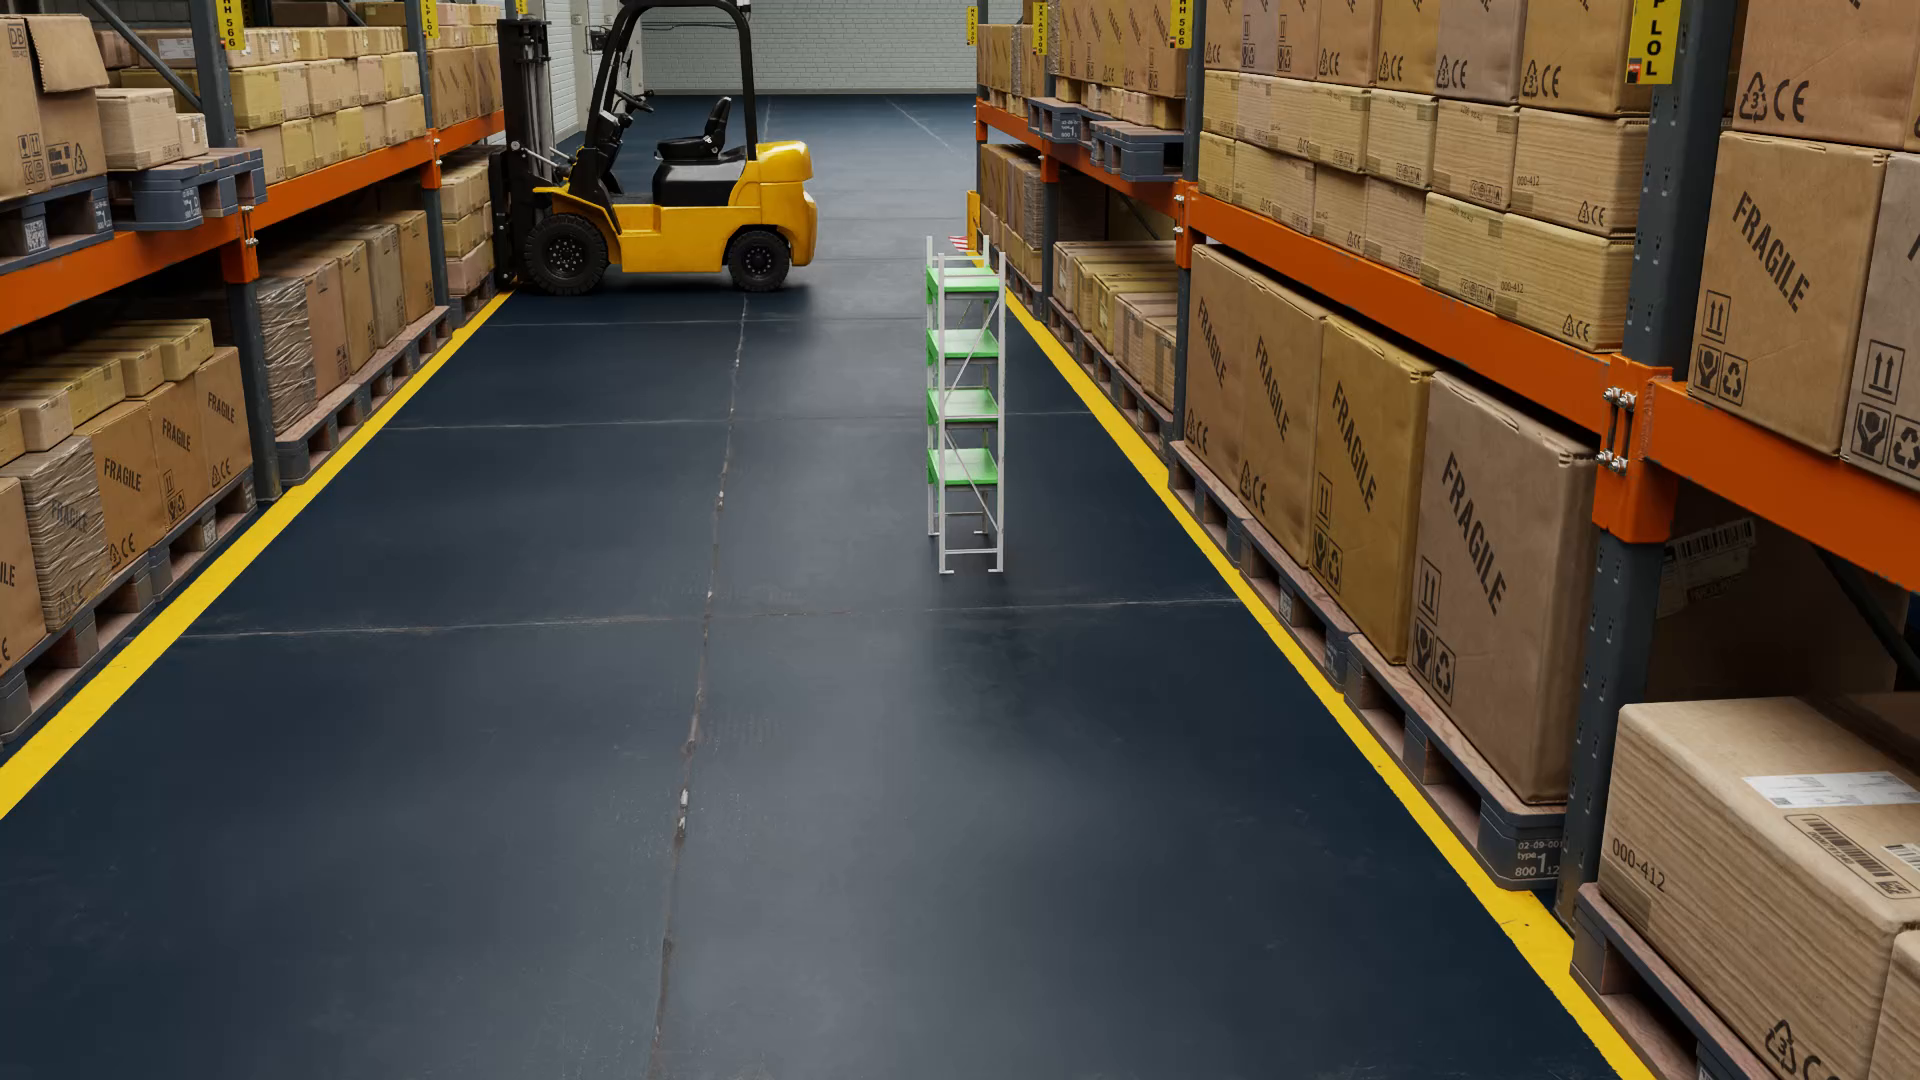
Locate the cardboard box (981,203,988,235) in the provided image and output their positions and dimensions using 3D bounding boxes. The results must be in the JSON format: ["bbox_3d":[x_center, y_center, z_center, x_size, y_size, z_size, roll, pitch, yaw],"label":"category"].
[{"bbox_3d":[0.460,-2.768,14.374,0.500,0.250,0.500,-2,18,-6],"label":"cardboard box"}]

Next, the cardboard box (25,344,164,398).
[{"bbox_3d":[-3.115,-0.608,5.995,0.380,0.149,0.250,-2,18,-7],"label":"cardboard box"}]

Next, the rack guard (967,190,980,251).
[{"bbox_3d":[0.659,-2.913,15.121,1.175,0.500,0.348,-2,18,-6],"label":"rack guard"}]

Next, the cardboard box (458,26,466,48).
[{"bbox_3d":[-3.704,-3.550,11.727,0.380,0.149,0.250,-2,18,-6],"label":"cardboard box"}]

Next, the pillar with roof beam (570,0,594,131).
[{"bbox_3d":[-2.684,-12.096,30.184,9.100,9.000,0.400,-2,18,-6],"label":"pillar with roof beam"}]

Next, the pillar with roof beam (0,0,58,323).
[{"bbox_3d":[-0.209,-4.946,7.408,9.100,9.000,0.400,-2,18,-6],"label":"pillar with roof beam"}]

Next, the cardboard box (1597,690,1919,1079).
[{"bbox_3d":[1.847,0.660,3.145,0.875,0.438,0.875,-2,18,-6],"label":"cardboard box"}]

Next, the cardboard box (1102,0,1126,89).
[{"bbox_3d":[1.036,-2.565,8.476,0.500,0.500,0.500,-3,18,-9],"label":"cardboard box"}]

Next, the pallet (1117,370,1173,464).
[{"bbox_3d":[1.398,-0.647,8.386,1.003,0.211,1.213,-2,18,-6],"label":"pallet"}]

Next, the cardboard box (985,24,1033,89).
[{"bbox_3d":[0.481,-4.014,13.791,0.500,0.500,0.500,-1,17,-4],"label":"cardboard box"}]

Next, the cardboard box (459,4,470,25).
[{"bbox_3d":[-3.875,-3.916,12.395,0.380,0.149,0.250,-2,17,-5],"label":"cardboard box"}]

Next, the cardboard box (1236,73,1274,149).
[{"bbox_3d":[1.336,-1.599,6.178,0.500,0.250,0.500,-1,17,-4],"label":"cardboard box"}]

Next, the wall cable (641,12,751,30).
[{"bbox_3d":[-7.193,-14.976,44.539,3.097,2.526,0.112,-2,18,-6],"label":"wall cable"}]

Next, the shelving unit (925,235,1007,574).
[{"bbox_3d":[0.017,-0.523,6.340,0.258,1.200,0.503,-2,18,-6],"label":"shelving unit"}]

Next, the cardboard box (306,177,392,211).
[{"bbox_3d":[-4.116,-2.288,11.177,0.500,0.250,0.500,-1,17,-5],"label":"cardboard box"}]

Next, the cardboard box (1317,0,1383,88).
[{"bbox_3d":[1.432,-1.662,5.128,0.500,0.500,0.500,-1,17,-5],"label":"cardboard box"}]

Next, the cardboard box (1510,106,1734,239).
[{"bbox_3d":[1.602,-0.844,3.772,0.500,0.250,0.500,-2,18,-6],"label":"cardboard box"}]

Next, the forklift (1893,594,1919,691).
[{"bbox_3d":[3.129,-1.114,5.334,1.130,2.935,3.031,-3,18,-9],"label":"forklift"}]

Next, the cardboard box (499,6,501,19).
[{"bbox_3d":[-4.039,-4.373,13.850,0.380,0.149,0.250,-2,18,-5],"label":"cardboard box"}]

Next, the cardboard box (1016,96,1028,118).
[{"bbox_3d":[0.620,-3.205,12.299,0.380,0.149,0.250,-2,18,-6],"label":"cardboard box"}]

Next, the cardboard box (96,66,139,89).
[{"bbox_3d":[-3.783,-1.882,7.081,0.500,0.250,0.500,-1,17,-4],"label":"cardboard box"}]

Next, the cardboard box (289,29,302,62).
[{"bbox_3d":[-3.376,-2.358,7.930,0.380,0.149,0.250,-2,17,-5],"label":"cardboard box"}]

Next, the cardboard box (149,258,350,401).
[{"bbox_3d":[-3.586,-1.038,8.240,0.875,0.625,0.625,-1,17,-4],"label":"cardboard box"}]

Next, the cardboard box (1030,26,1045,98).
[{"bbox_3d":[0.771,-3.251,11.360,0.500,0.500,0.500,-2,18,-7],"label":"cardboard box"}]

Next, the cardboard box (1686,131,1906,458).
[{"bbox_3d":[1.677,-0.453,2.944,0.500,0.500,0.500,-1,17,-4],"label":"cardboard box"}]

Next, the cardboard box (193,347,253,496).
[{"bbox_3d":[-3.203,-0.479,6.666,0.500,0.500,0.500,-1,17,-4],"label":"cardboard box"}]

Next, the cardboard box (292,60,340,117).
[{"bbox_3d":[-3.349,-2.203,8.101,0.500,0.250,0.500,-2,18,-7],"label":"cardboard box"}]

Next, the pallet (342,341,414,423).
[{"bbox_3d":[-3.629,-0.869,9.092,1.003,0.211,1.213,-2,18,-6],"label":"pallet"}]

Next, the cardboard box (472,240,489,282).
[{"bbox_3d":[-3.661,-1.976,11.851,0.500,0.250,0.500,-2,18,-7],"label":"cardboard box"}]

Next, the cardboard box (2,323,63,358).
[{"bbox_3d":[-3.716,-0.742,6.423,0.380,0.149,0.250,-1,17,-3],"label":"cardboard box"}]

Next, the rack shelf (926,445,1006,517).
[{"bbox_3d":[0.017,-0.233,6.431,0.258,0.148,0.480,-2,18,-6],"label":"rack shelf"}]

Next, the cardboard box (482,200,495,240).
[{"bbox_3d":[-3.710,-2.363,12.250,0.500,0.250,0.500,-2,18,-6],"label":"cardboard box"}]

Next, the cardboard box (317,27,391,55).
[{"bbox_3d":[-3.440,-2.819,9.399,0.380,0.149,0.250,-2,18,-7],"label":"cardboard box"}]

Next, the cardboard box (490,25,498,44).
[{"bbox_3d":[-3.949,-4.082,13.421,0.380,0.149,0.250,-1,17,-5],"label":"cardboard box"}]

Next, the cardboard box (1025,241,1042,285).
[{"bbox_3d":[0.736,-1.993,11.906,0.500,0.250,0.500,-1,17,-3],"label":"cardboard box"}]

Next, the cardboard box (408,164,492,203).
[{"bbox_3d":[-3.716,-2.602,12.177,0.500,0.250,0.500,-1,17,-4],"label":"cardboard box"}]

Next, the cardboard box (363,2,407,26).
[{"bbox_3d":[-3.610,-3.385,10.705,0.380,0.149,0.250,-1,17,-5],"label":"cardboard box"}]

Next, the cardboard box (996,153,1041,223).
[{"bbox_3d":[0.565,-2.813,13.267,0.500,0.500,0.500,-1,17,-5],"label":"cardboard box"}]

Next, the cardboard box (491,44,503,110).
[{"bbox_3d":[-3.929,-3.728,13.377,0.500,0.500,0.500,-1,17,-4],"label":"cardboard box"}]

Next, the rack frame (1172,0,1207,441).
[{"bbox_3d":[1.477,-1.745,7.226,1.000,3.000,0.127,-2,18,-6],"label":"rack frame"}]

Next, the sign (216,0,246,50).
[{"bbox_3d":[-2.921,-2.124,6.635,0.100,0.325,0.005,-2,18,-6],"label":"sign"}]

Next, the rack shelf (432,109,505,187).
[{"bbox_3d":[-4.079,-3.035,12.536,1.077,0.370,4.000,-2,18,-6],"label":"rack shelf"}]

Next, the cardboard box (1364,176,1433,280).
[{"bbox_3d":[1.508,-0.910,4.818,0.500,0.250,0.500,-2,18,-7],"label":"cardboard box"}]

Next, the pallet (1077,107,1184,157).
[{"bbox_3d":[1.232,-2.242,9.130,1.003,0.211,1.213,-2,18,-6],"label":"pallet"}]

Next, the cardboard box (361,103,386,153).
[{"bbox_3d":[-3.482,-2.270,9.149,0.500,0.250,0.500,-2,18,-5],"label":"cardboard box"}]

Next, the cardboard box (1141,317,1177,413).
[{"bbox_3d":[1.428,-0.860,8.094,0.950,0.372,0.625,-3,18,-9],"label":"cardboard box"}]

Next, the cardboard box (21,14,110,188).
[{"bbox_3d":[-3.108,-1.359,5.125,0.797,0.503,0.637,-2,18,-7],"label":"cardboard box"}]

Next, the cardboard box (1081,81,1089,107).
[{"bbox_3d":[0.914,-2.608,9.694,0.380,0.149,0.250,-2,17,-5],"label":"cardboard box"}]

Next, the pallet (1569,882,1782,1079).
[{"bbox_3d":[1.890,1.007,3.119,1.003,0.211,1.213,-2,18,-6],"label":"pallet"}]

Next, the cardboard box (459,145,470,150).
[{"bbox_3d":[-4.424,-3.190,14.051,0.500,0.250,0.500,-2,18,-6],"label":"cardboard box"}]

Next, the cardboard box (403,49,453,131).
[{"bbox_3d":[-3.659,-2.970,10.962,0.500,0.500,0.500,-2,18,-7],"label":"cardboard box"}]

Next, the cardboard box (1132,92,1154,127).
[{"bbox_3d":[1.039,-2.067,7.971,0.380,0.149,0.250,-2,18,-6],"label":"cardboard box"}]
